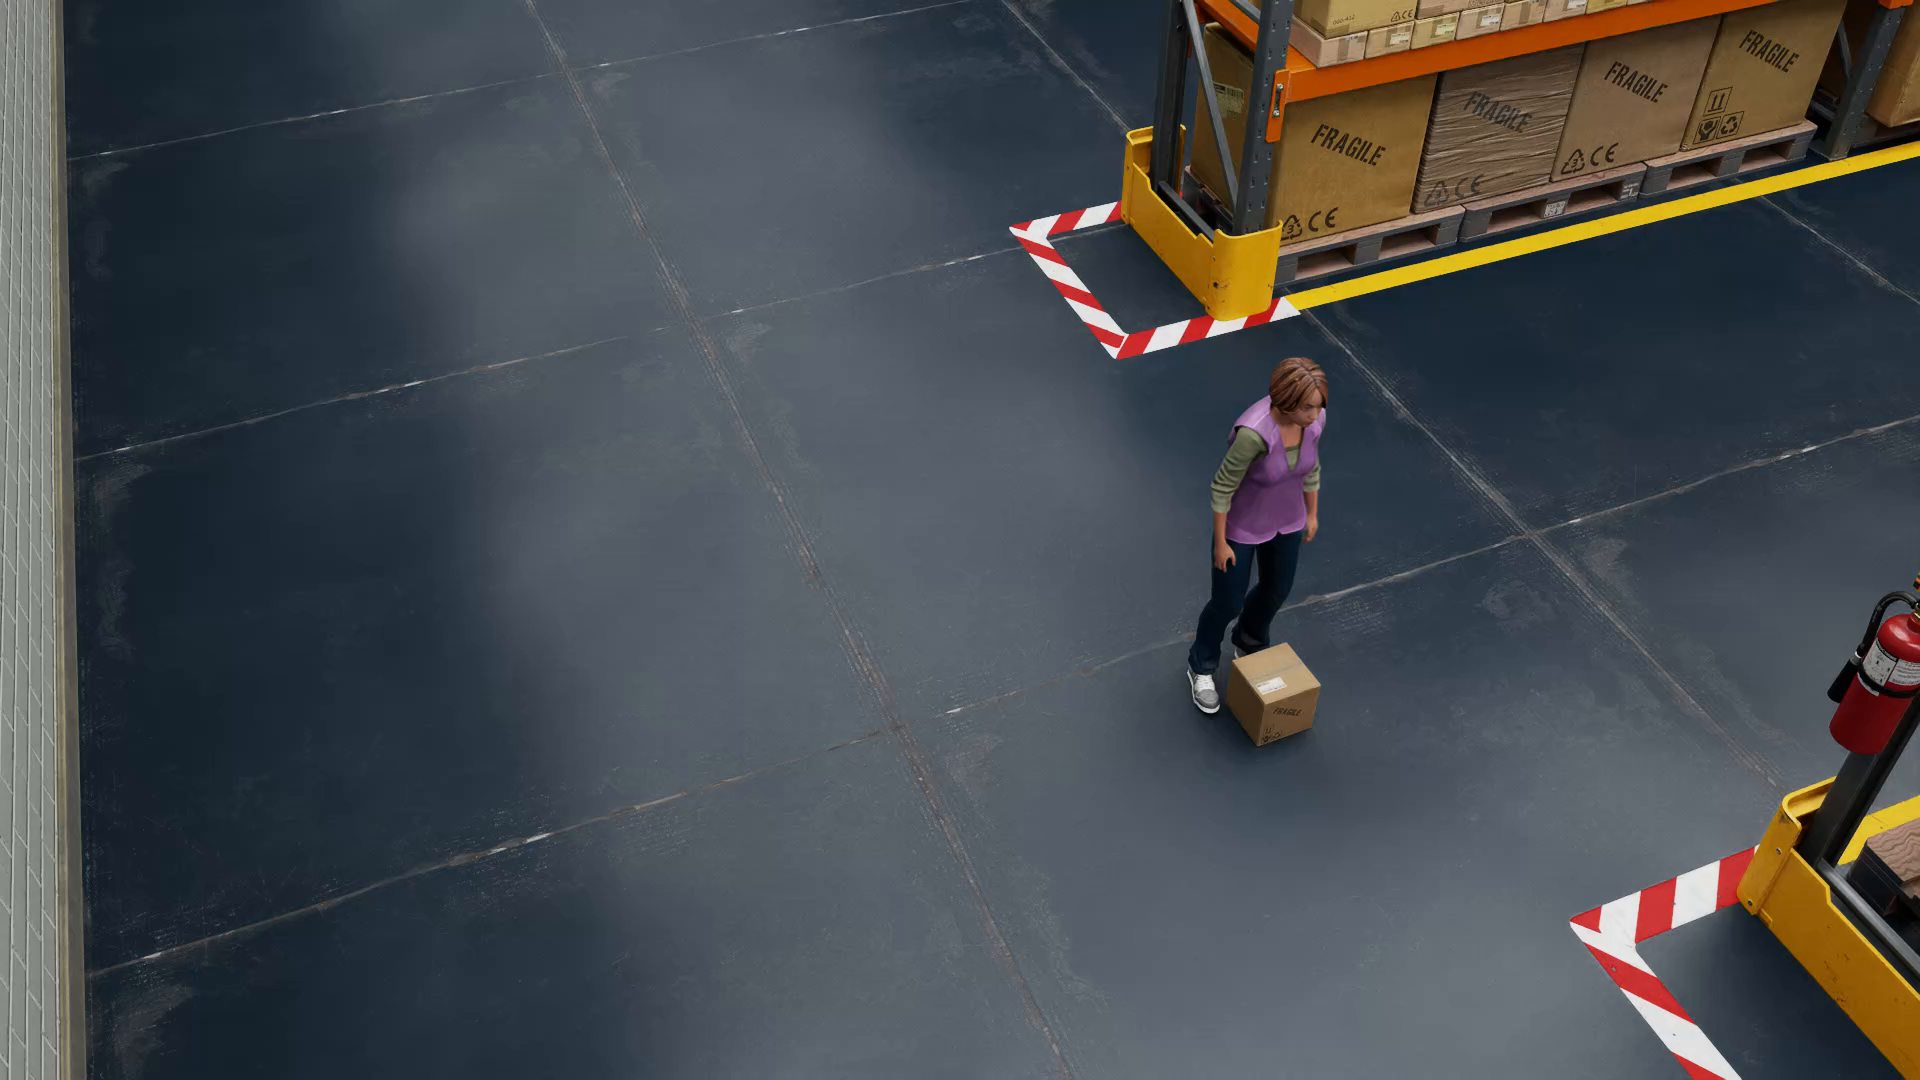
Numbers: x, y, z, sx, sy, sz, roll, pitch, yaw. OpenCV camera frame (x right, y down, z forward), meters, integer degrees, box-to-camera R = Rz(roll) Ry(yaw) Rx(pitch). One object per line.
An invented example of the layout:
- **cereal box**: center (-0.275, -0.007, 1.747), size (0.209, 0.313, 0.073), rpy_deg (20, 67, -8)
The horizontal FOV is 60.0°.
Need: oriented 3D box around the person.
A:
- **person**: center (1.123, -0.044, 6.215), size (0.485, 1.594, 0.341), rpy_deg (-18, 45, -19)
